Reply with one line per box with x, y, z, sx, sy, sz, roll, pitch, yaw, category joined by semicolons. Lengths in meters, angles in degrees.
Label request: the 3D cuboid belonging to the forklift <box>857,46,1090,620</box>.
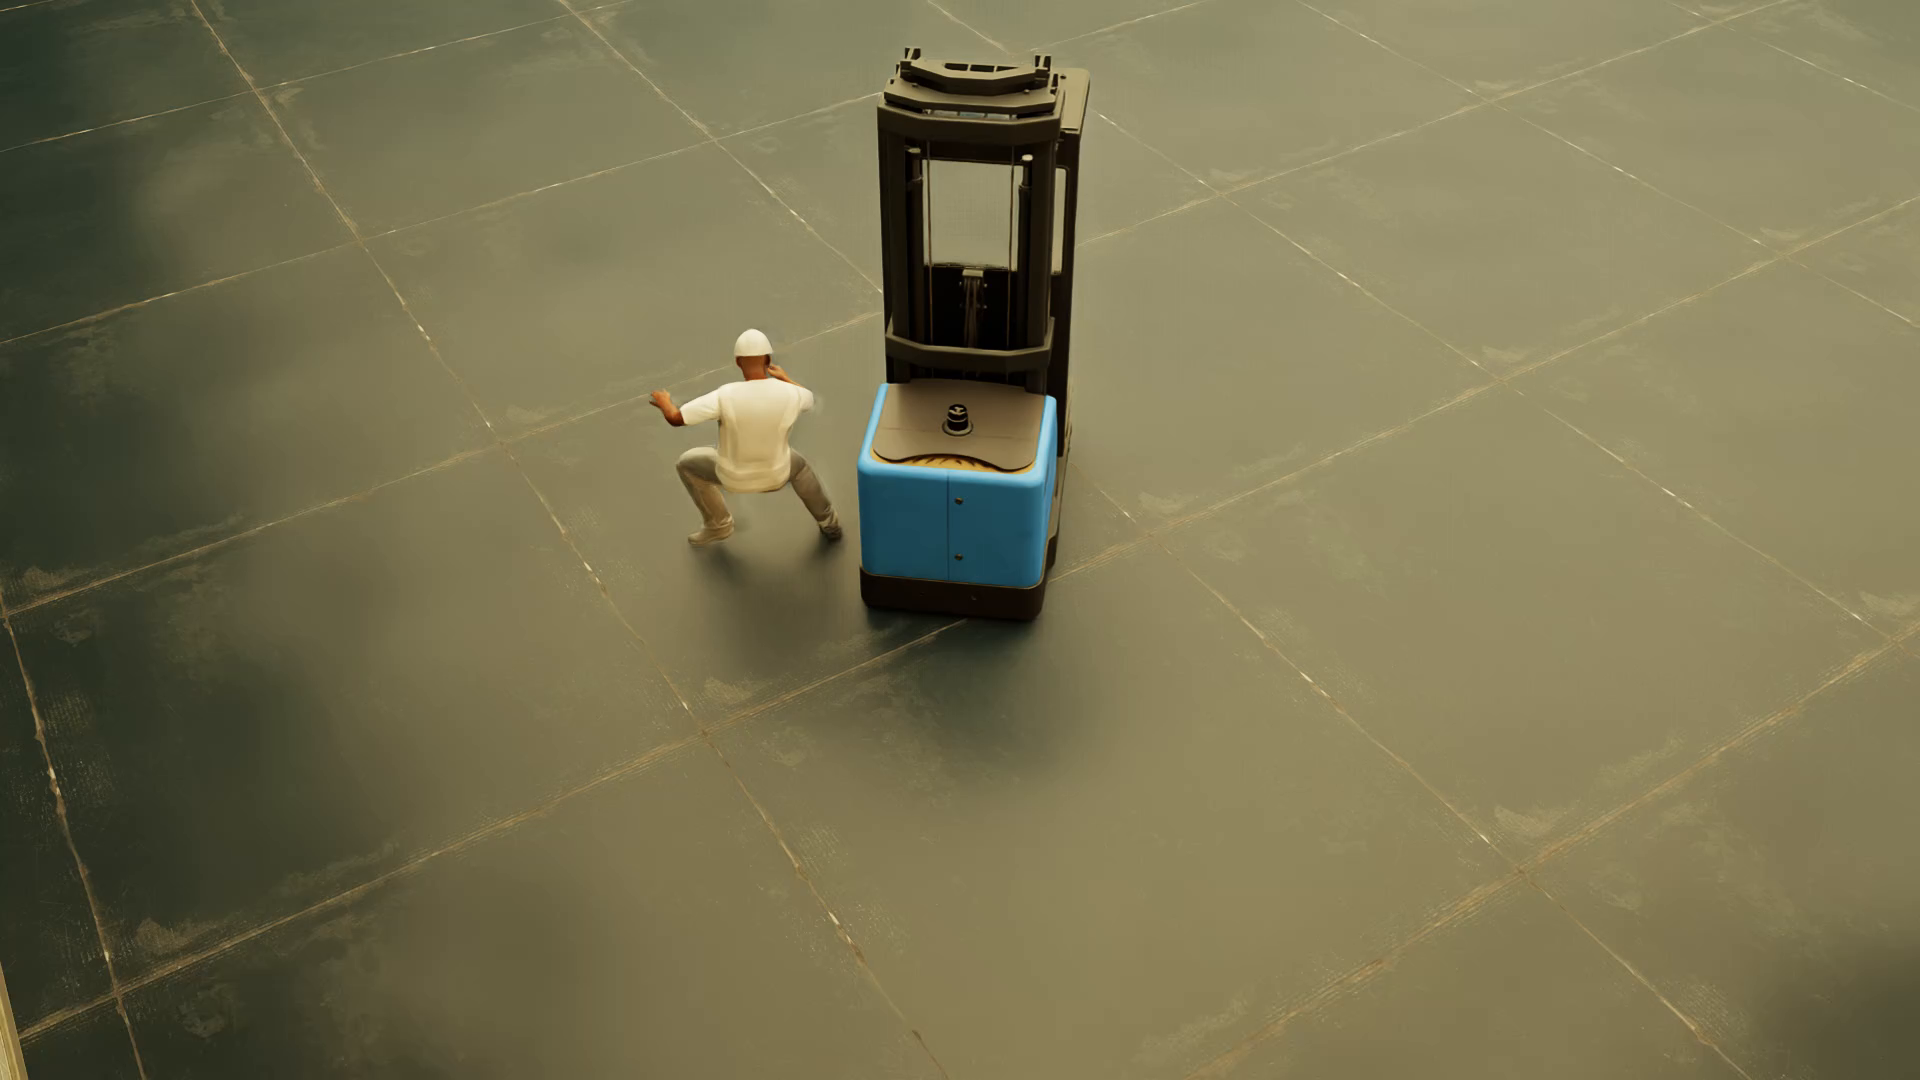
0.135;-1.620;9.724;1.130;2.935;3.031;5;41;6;forklift

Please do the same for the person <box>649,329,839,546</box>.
-1.240;-0.597;9.618;1.022;1.534;0.782;-10;42;-11;person
